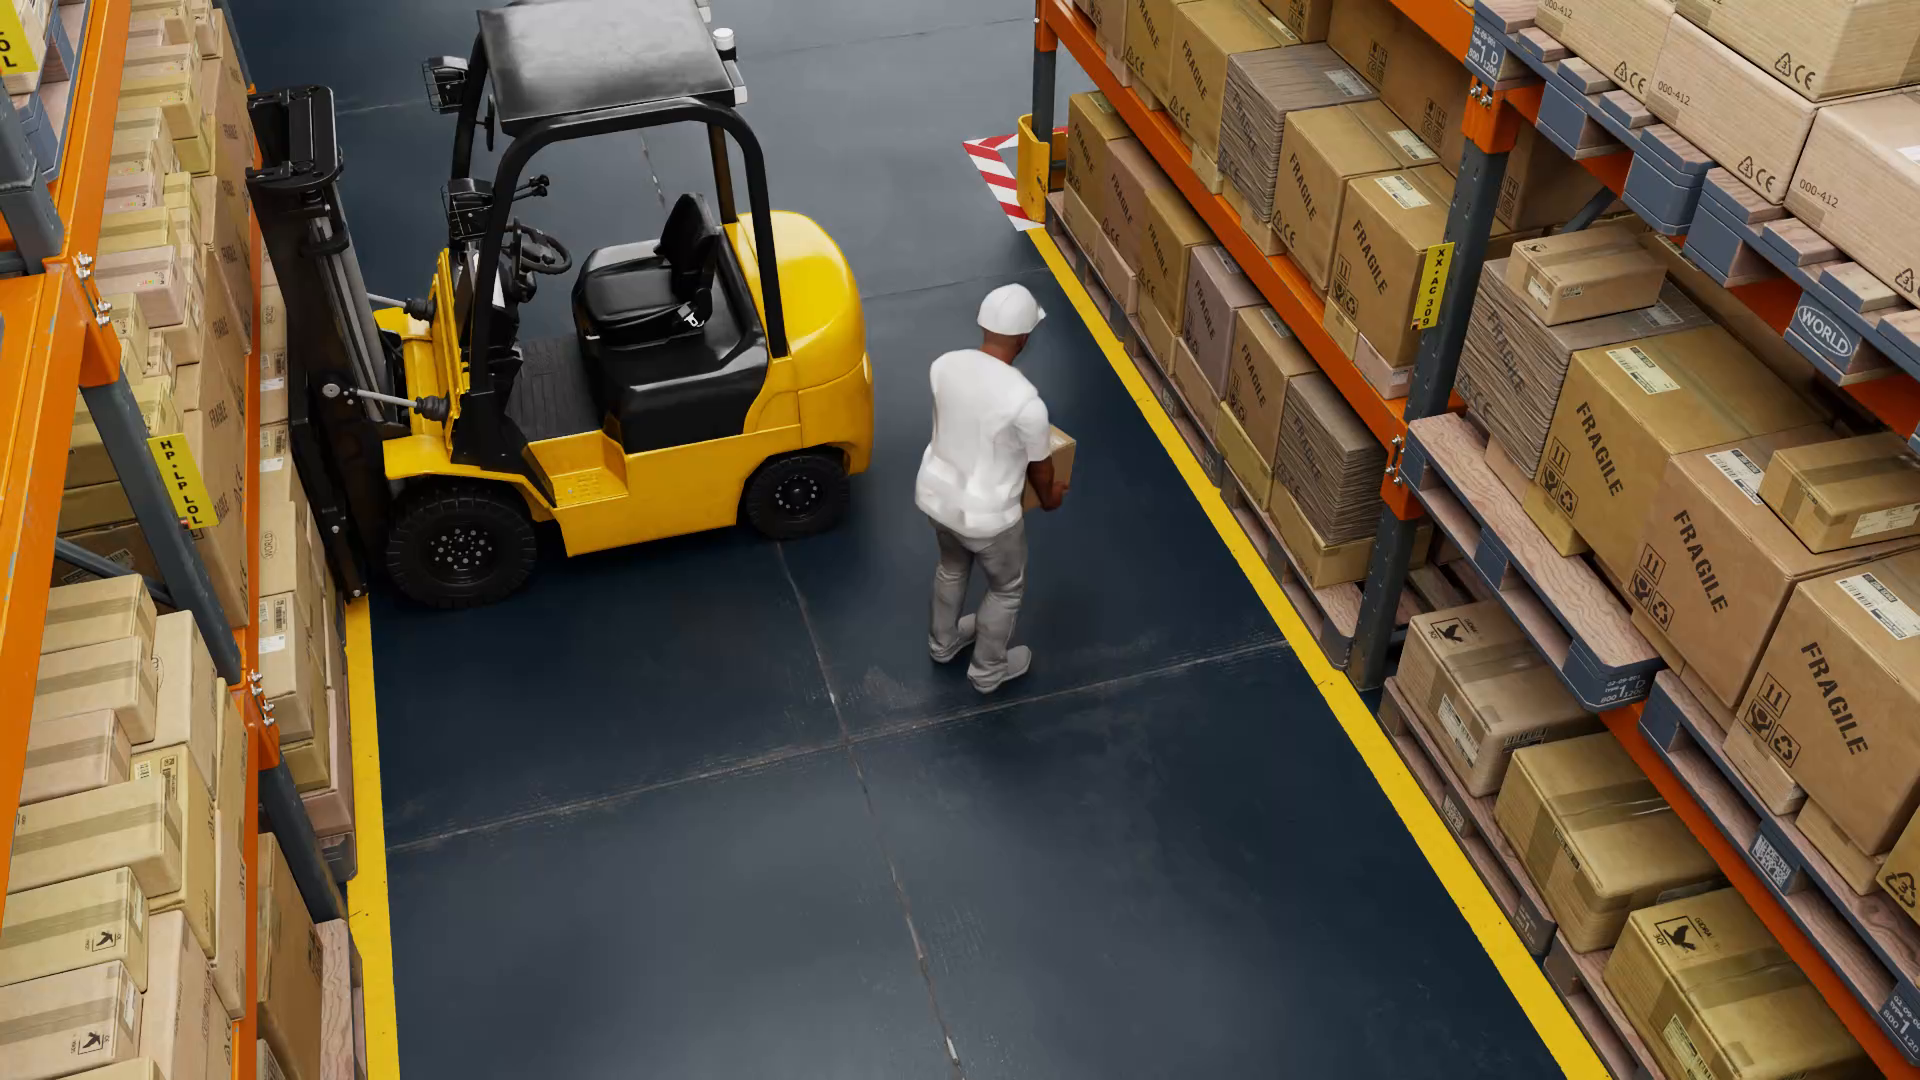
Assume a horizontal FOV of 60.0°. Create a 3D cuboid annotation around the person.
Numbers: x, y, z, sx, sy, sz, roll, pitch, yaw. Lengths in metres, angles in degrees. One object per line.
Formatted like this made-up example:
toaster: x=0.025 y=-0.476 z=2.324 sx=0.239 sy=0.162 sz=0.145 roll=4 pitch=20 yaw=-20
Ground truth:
person: x=0.116 y=-0.200 z=6.398 sx=0.498 sy=1.720 sz=0.617 roll=31 pitch=51 yaw=30
